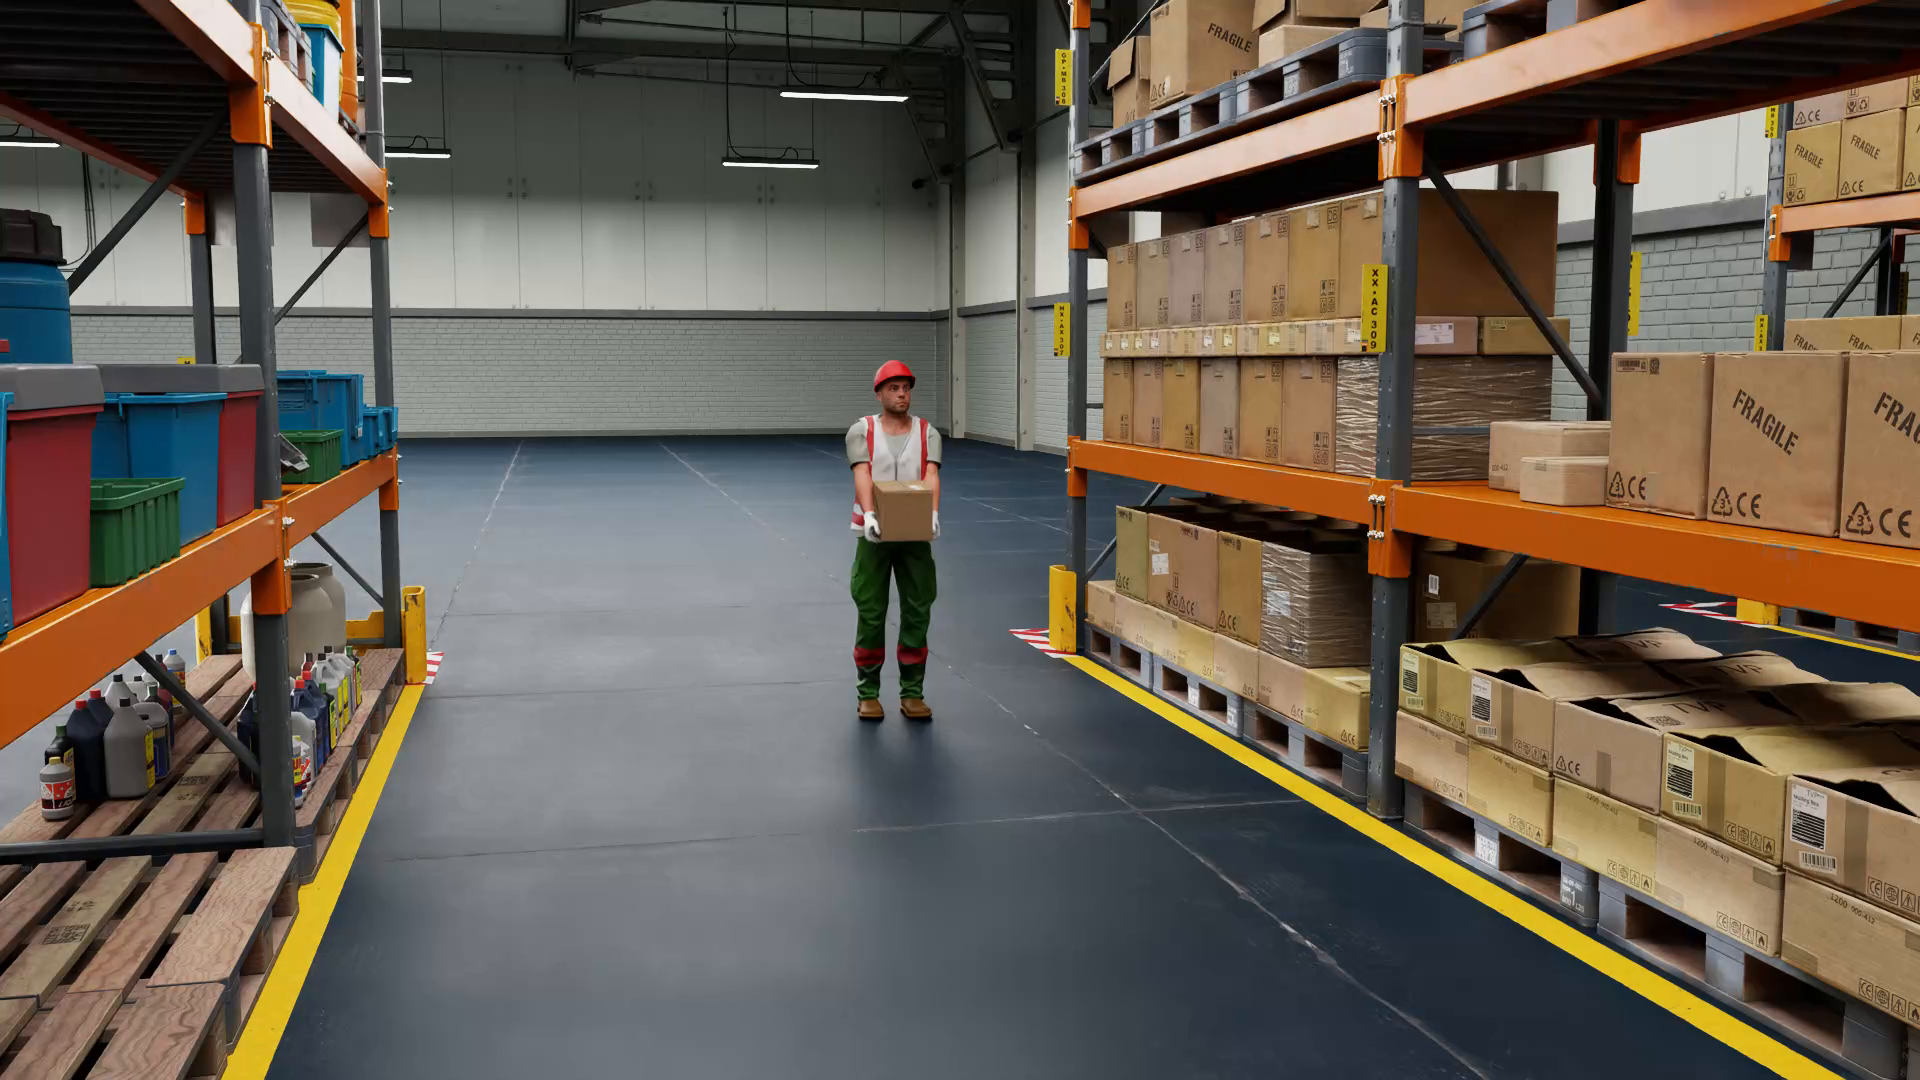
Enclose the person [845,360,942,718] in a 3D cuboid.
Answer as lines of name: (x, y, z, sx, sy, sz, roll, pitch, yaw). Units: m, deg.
person: (-0.304, 0.003, 8.271, 0.494, 1.784, 0.556, -1, 6, -13)
